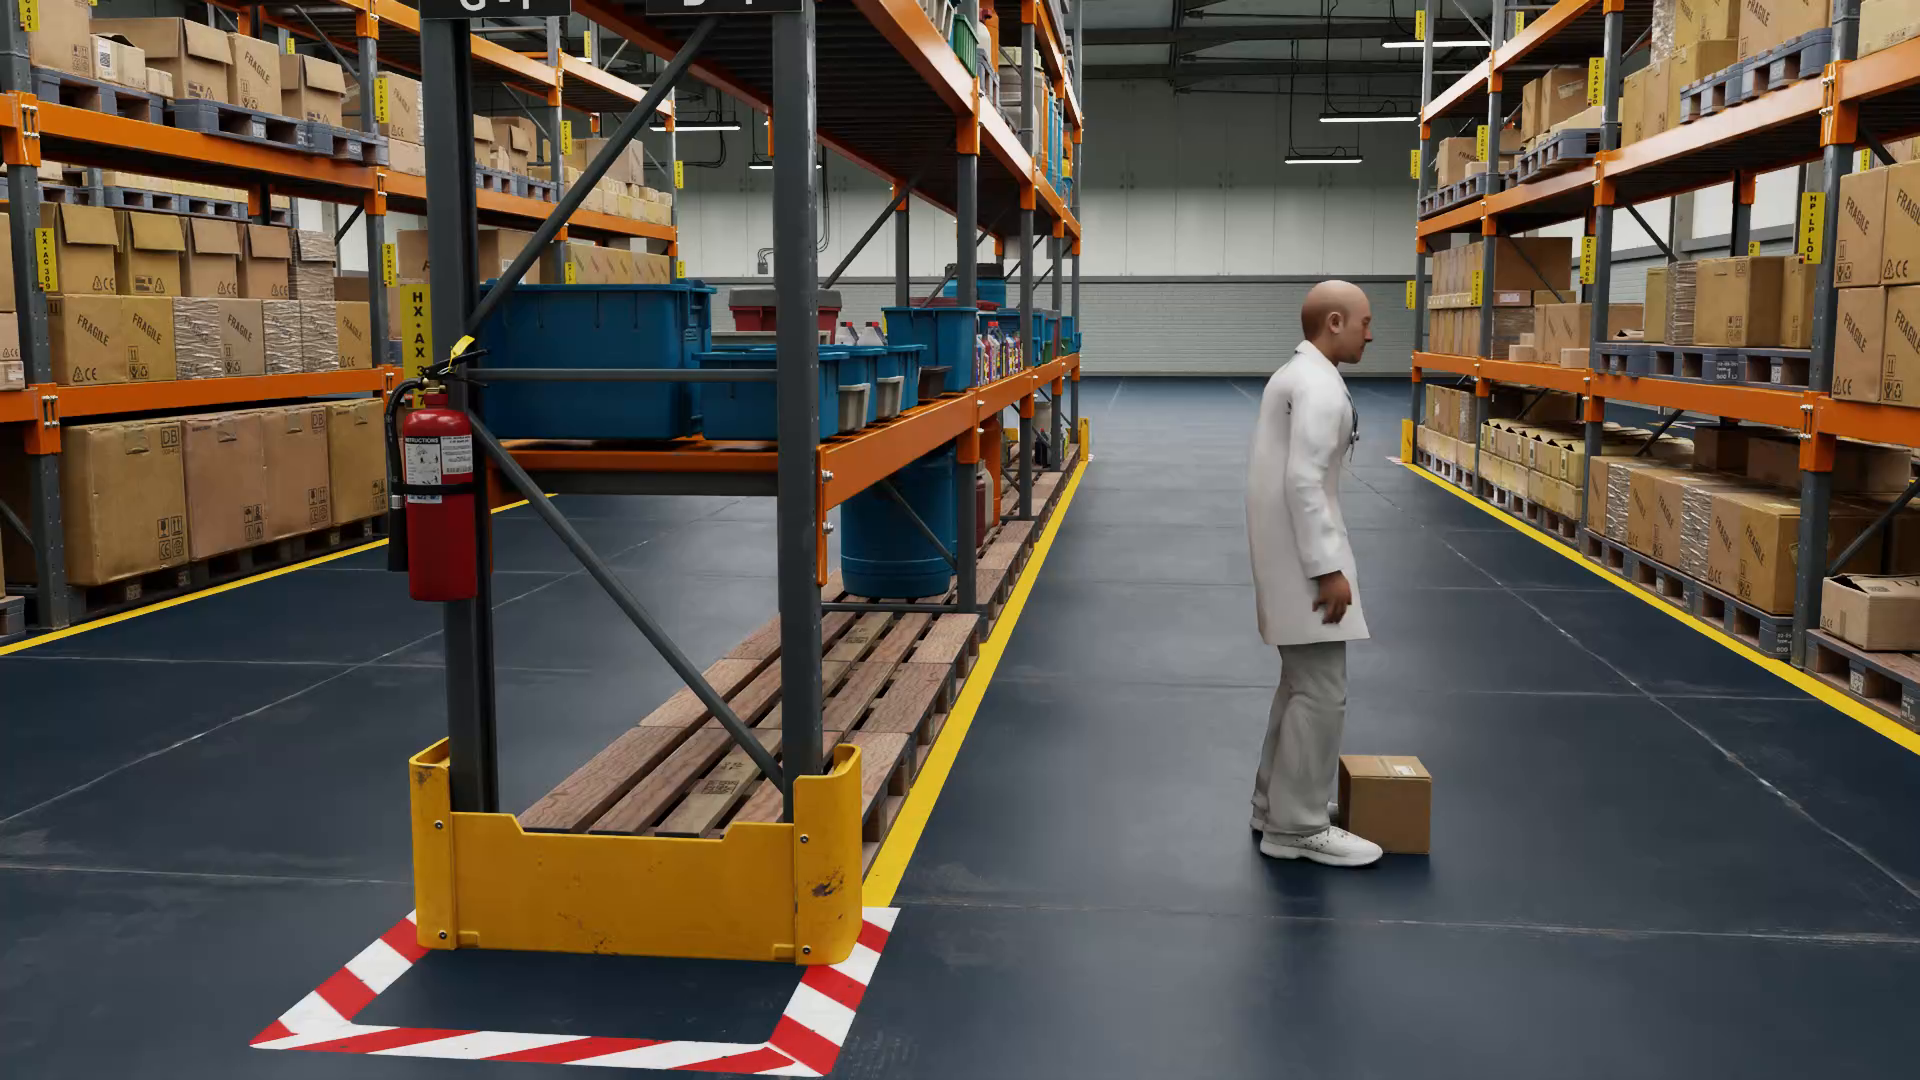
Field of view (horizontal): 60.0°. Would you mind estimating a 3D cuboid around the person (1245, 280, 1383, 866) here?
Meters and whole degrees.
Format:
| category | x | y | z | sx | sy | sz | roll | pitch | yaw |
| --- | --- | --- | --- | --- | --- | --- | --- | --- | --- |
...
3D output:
| category | x | y | z | sx | sy | sz | roll | pitch | yaw |
| --- | --- | --- | --- | --- | --- | --- | --- | --- | --- |
| person | 1.104 | 0.082 | 5.219 | 0.419 | 1.774 | 0.644 | 1 | 7 | 6 |
